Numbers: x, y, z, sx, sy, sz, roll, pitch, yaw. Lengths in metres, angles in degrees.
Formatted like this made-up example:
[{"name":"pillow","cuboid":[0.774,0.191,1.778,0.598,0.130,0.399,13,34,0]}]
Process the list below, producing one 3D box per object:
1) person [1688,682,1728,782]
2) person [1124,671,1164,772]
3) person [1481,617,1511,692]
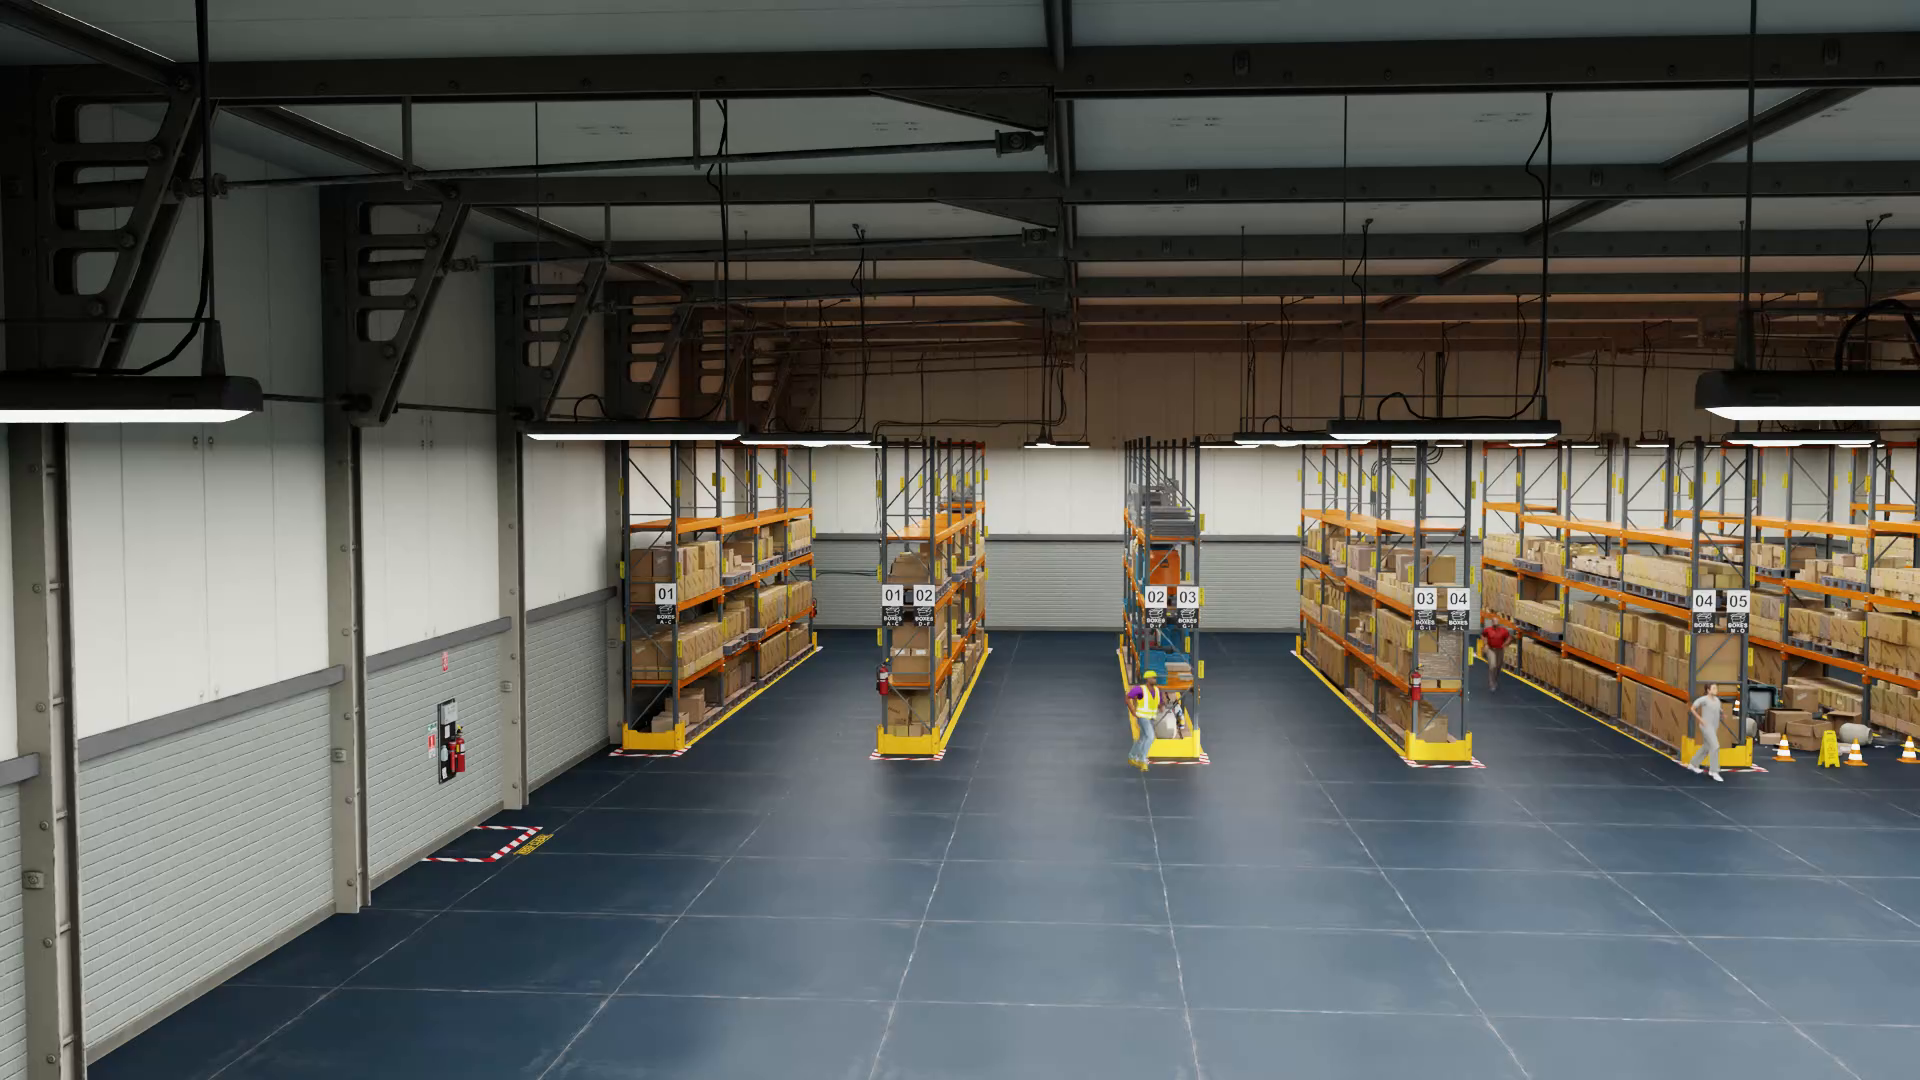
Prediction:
[{"name":"person","cuboid":[13.124,3.329,29.167,0.557,1.706,0.769,-2,4,-31]},{"name":"person","cuboid":[3.377,3.255,30.048,0.698,1.795,0.695,3,4,45]},{"name":"person","cuboid":[12.868,2.725,39.916,0.655,1.772,0.842,0,3,7]}]
